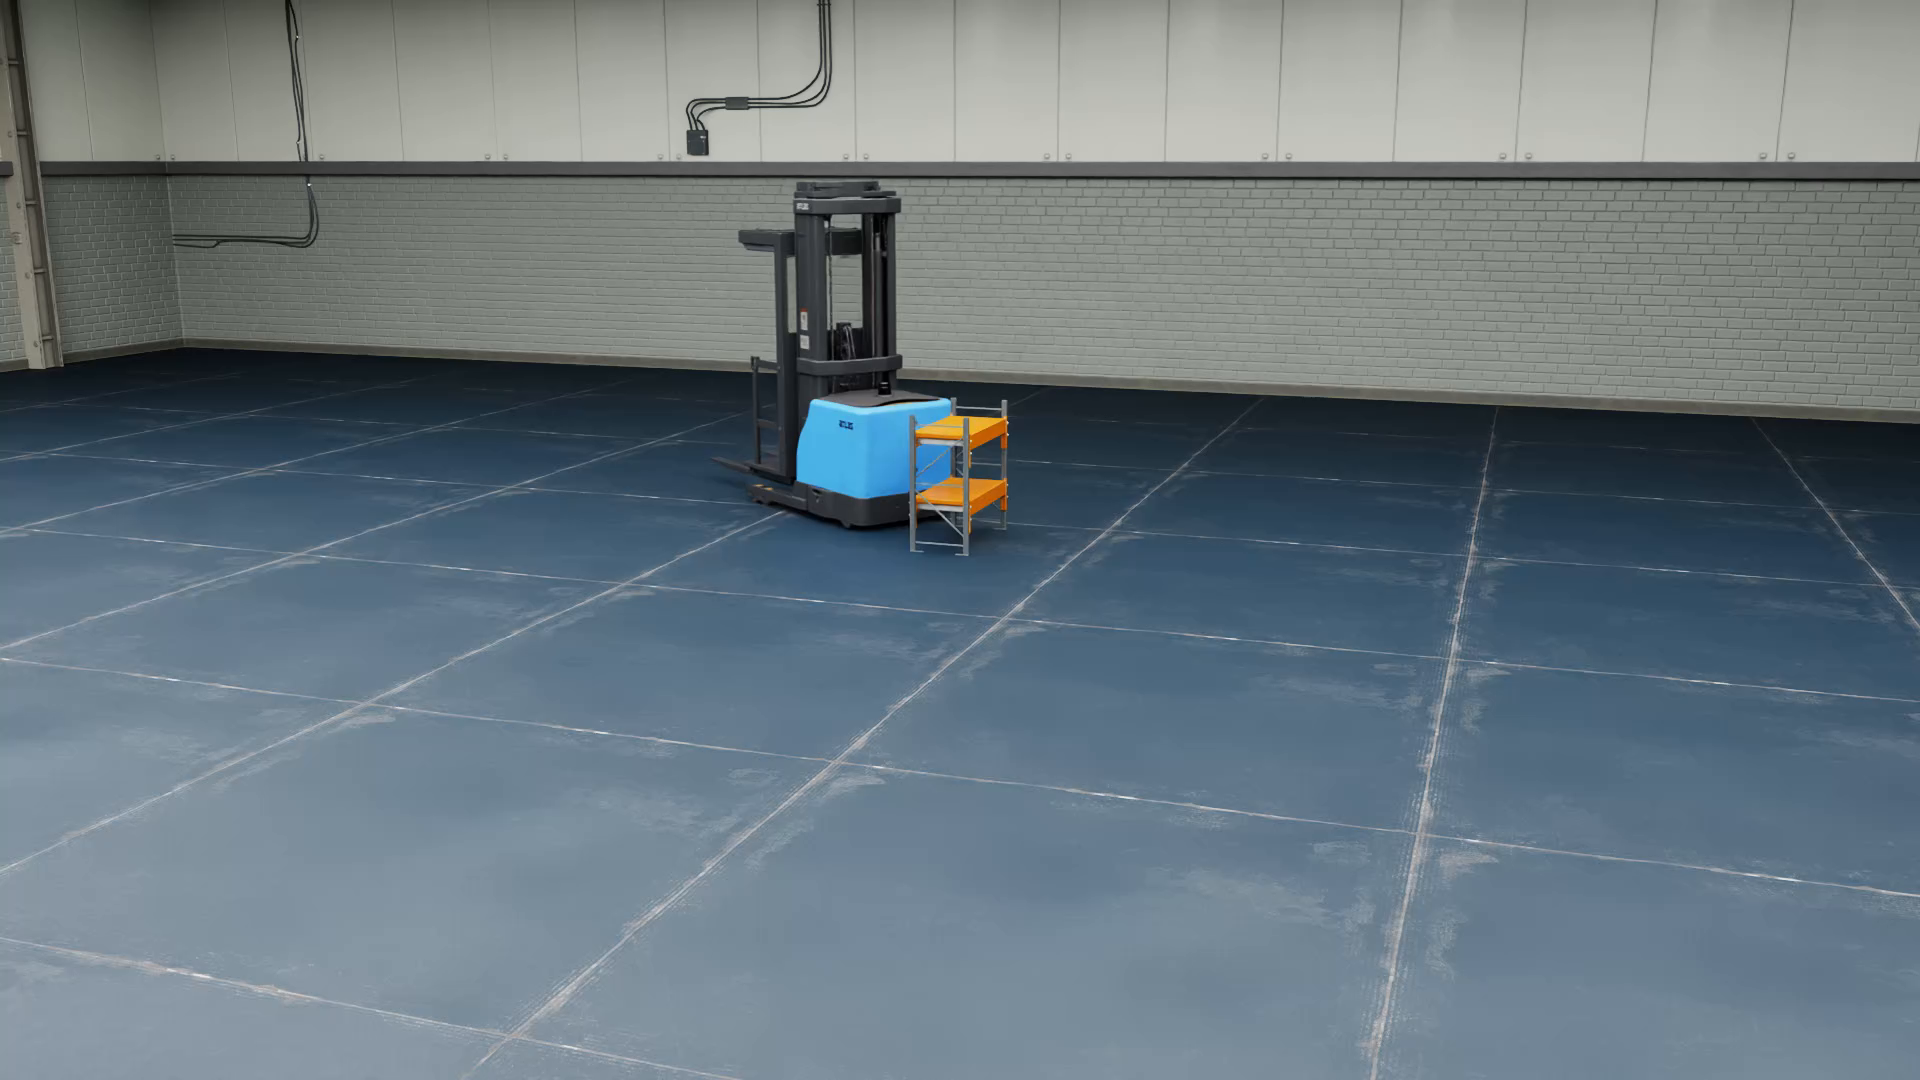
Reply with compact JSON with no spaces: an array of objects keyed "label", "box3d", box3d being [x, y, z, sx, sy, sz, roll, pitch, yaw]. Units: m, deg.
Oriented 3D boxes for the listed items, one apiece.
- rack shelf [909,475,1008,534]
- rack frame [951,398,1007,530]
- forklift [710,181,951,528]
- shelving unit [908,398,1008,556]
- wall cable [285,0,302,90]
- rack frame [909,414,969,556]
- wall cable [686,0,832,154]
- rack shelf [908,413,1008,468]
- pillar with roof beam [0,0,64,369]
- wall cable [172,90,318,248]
[{"label":"rack shelf","box3d":[-0.002,-0.309,13.911,0.538,0.278,1.000,4,14,18]},{"label":"rack frame","box3d":[0.162,-0.654,14.325,0.500,1.125,0.032,4,14,18]},{"label":"forklift","box3d":[-1.325,-1.807,15.319,1.130,2.935,3.031,-9,16,-36]},{"label":"shelving unit","box3d":[-0.002,-0.547,13.857,0.538,1.125,1.048,4,14,18]},{"label":"wall cable","box3d":[-9.350,-8.334,25.906,3.097,2.526,0.112,4,14,18]},{"label":"rack frame","box3d":[-0.167,-0.440,13.388,0.500,1.125,0.032,4,14,18]},{"label":"wall cable","box3d":[-2.932,-8.551,23.589,2.305,6.003,0.169,4,14,18]},{"label":"rack shelf","box3d":[-0.002,-0.832,13.791,0.538,0.278,1.000,4,14,18]},{"label":"pillar with roof beam","box3d":[-10.041,-6.745,23.318,9.100,9.000,0.400,4,14,18]},{"label":"wall cable","box3d":[-11.910,-6.066,27.322,3.097,2.526,0.112,4,14,18]}]
